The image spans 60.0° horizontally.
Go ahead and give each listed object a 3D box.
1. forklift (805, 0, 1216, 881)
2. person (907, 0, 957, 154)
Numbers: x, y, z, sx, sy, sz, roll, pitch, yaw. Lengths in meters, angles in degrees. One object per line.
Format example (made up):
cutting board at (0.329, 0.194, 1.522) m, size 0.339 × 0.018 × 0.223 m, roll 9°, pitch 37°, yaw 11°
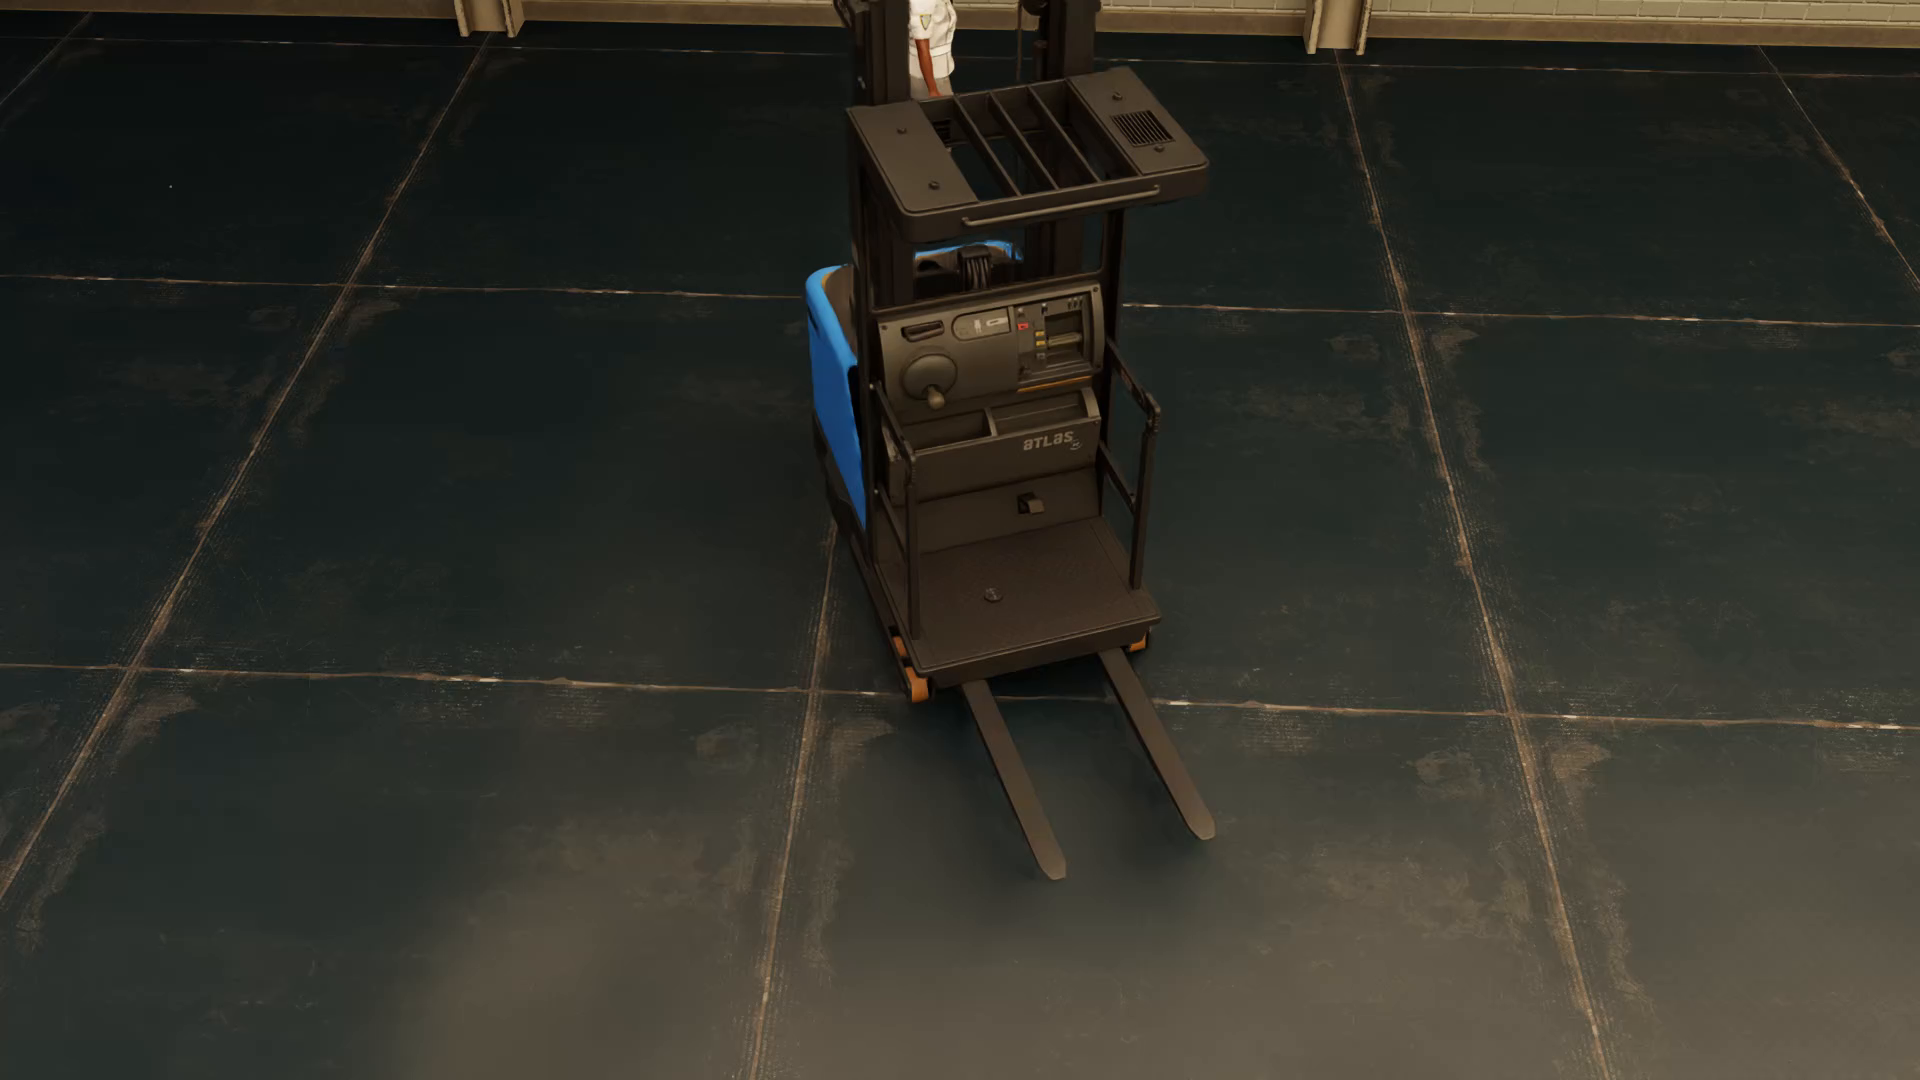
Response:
forklift at (0.199, -0.690, 6.498) m, size 1.130 × 2.935 × 3.031 m, roll -12°, pitch 44°, yaw -13°
person at (-0.159, -2.720, 9.656) m, size 0.384 × 1.678 × 0.557 m, roll -9°, pitch 43°, yaw -10°
